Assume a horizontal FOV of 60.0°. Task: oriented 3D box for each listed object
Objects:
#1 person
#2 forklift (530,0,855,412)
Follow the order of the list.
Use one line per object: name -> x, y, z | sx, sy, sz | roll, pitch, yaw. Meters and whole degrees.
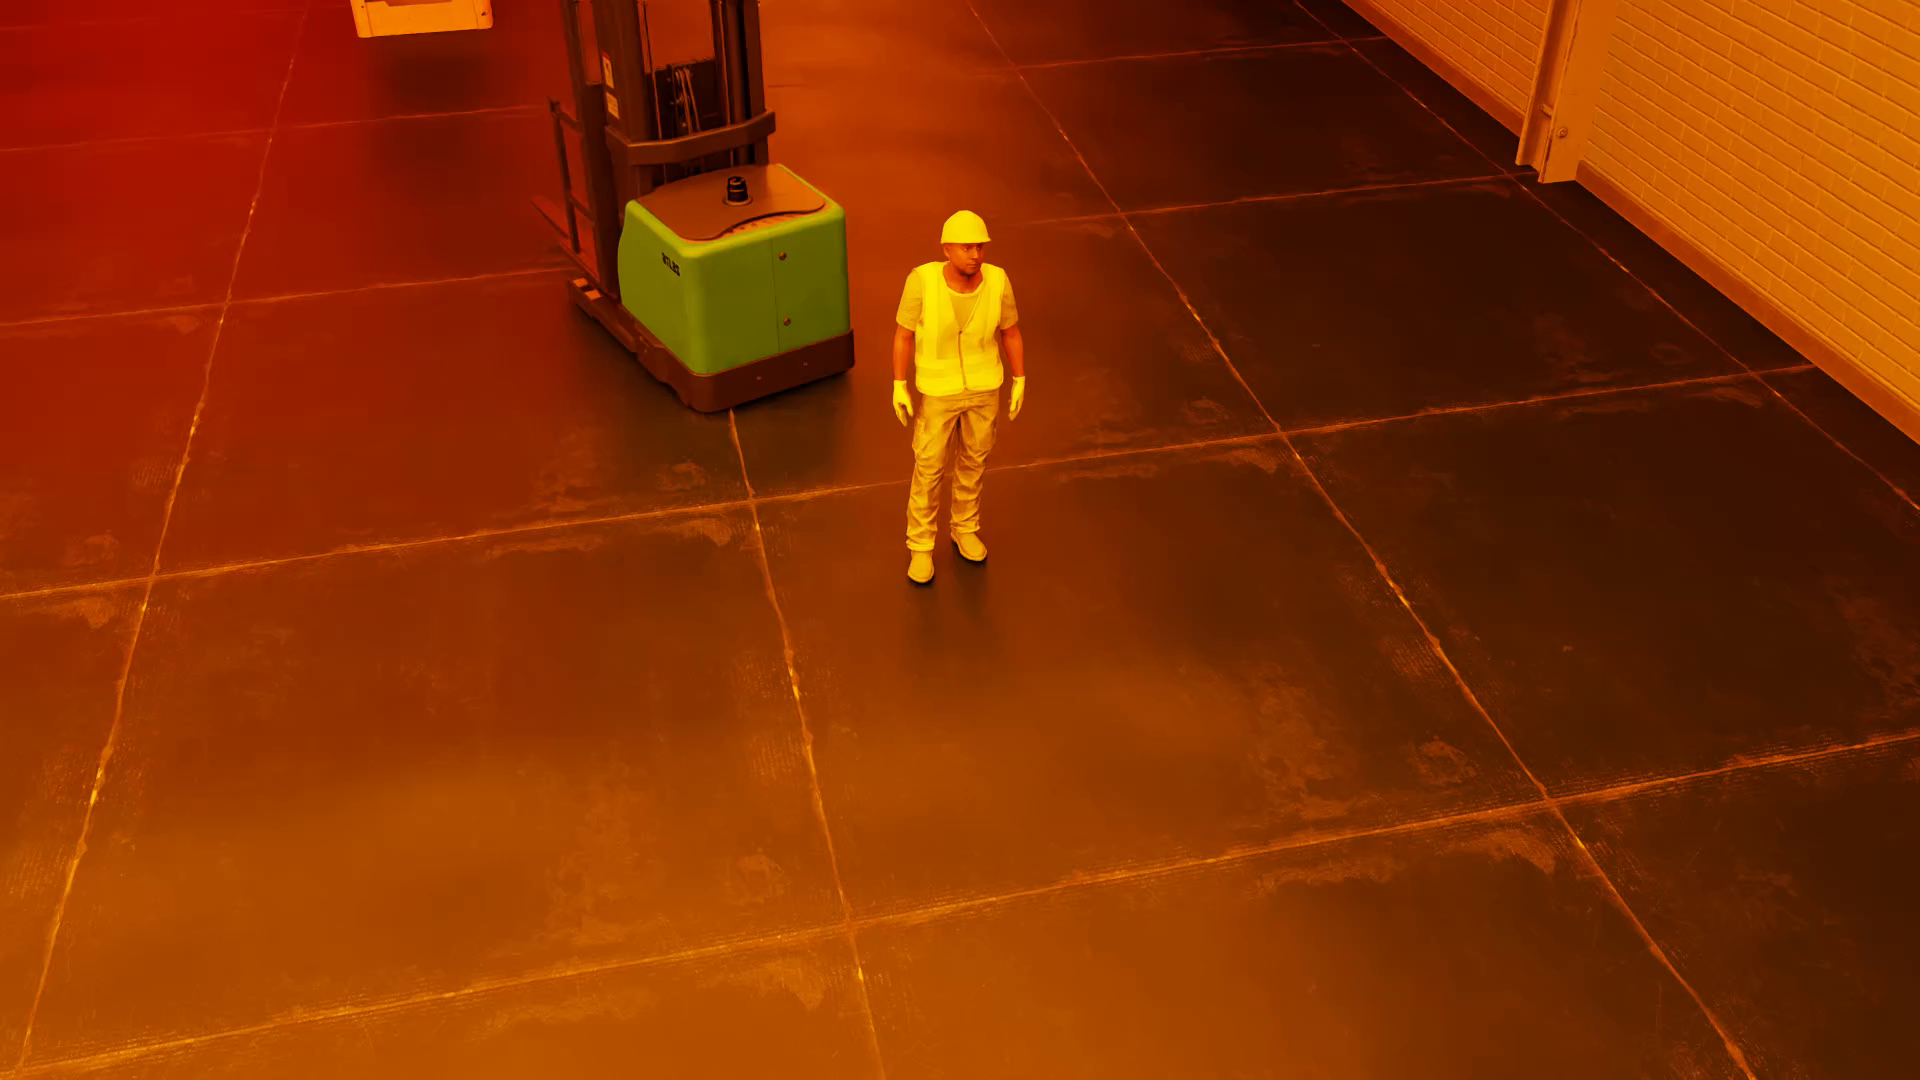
person -> 0.008, -0.687, 7.975 | 0.657, 1.785, 0.575 | -8, 36, -11
forklift -> -1.854, -2.739, 9.857 | 1.130, 2.935, 3.031 | -21, 41, -26
